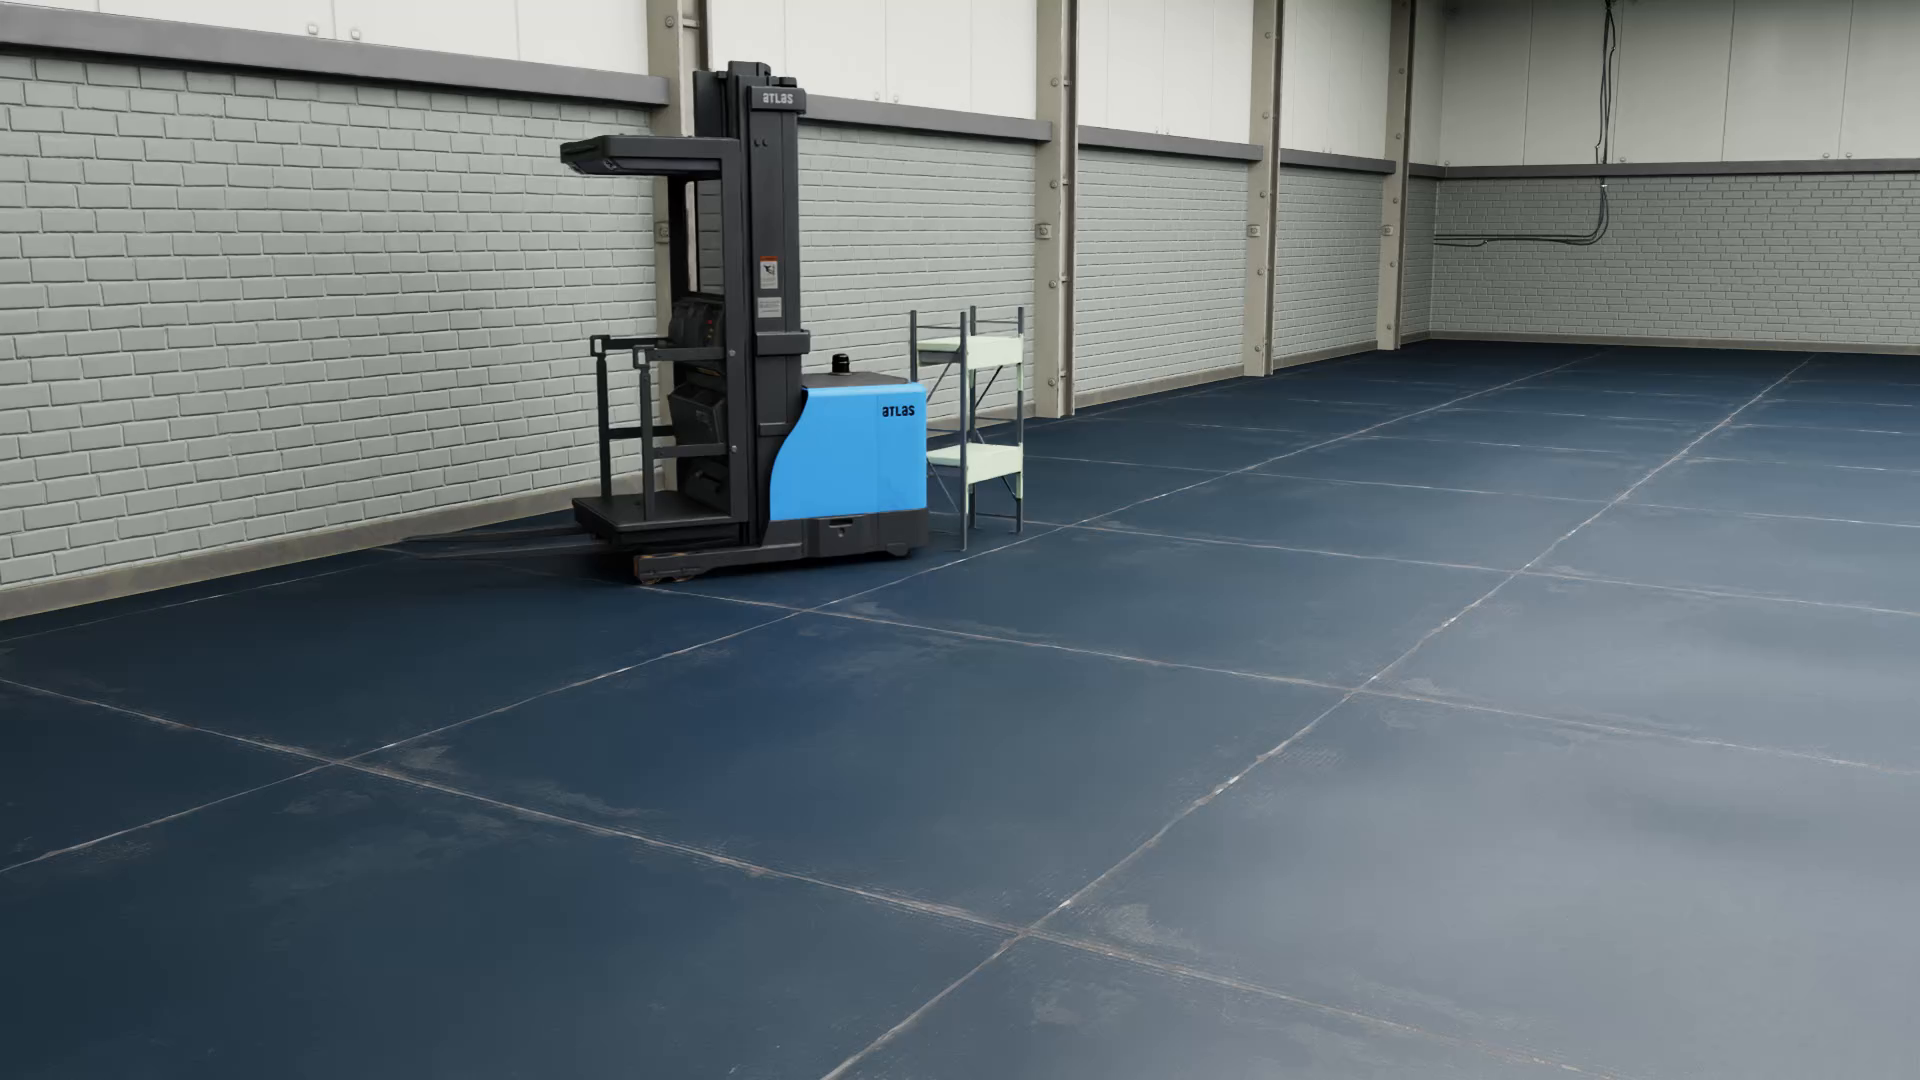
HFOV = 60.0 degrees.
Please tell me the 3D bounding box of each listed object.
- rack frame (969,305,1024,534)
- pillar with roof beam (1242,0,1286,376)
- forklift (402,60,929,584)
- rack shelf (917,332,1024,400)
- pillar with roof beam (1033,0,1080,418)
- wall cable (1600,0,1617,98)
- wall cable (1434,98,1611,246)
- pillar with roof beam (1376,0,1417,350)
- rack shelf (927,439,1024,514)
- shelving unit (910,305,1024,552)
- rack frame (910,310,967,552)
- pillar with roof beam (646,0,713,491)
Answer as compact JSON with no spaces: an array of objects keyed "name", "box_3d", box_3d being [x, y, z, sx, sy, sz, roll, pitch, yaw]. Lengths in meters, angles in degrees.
[{"name":"rack frame","box_3d":[0.242,-0.801,11.070,0.400,1.500,0.023,6,12,30]},{"name":"pillar with roof beam","box_3d":[7.815,-6.310,20.122,9.100,9.000,0.400,6,12,31]},{"name":"forklift","box_3d":[-1.747,-1.297,9.830,3.031,2.935,1.130,-5,12,-26]},{"name":"rack shelf","box_3d":[0.053,-1.127,10.690,0.431,0.370,0.720,6,12,30]},{"name":"pillar with roof beam","box_3d":[4.700,-5.367,15.081,9.100,9.000,0.400,6,12,31]},{"name":"wall cable","box_3d":[12.223,-8.700,27.600,3.097,2.526,0.112,6,12,31]},{"name":"wall cable","box_3d":[9.911,-6.476,29.445,3.097,2.526,0.112,6,12,31]},{"name":"pillar with roof beam","box_3d":[10.930,-7.254,25.162,9.100,9.000,0.400,6,12,31]},{"name":"rack shelf","box_3d":[0.053,-0.423,10.821,0.431,0.370,0.720,6,12,30]},{"name":"shelving unit","box_3d":[0.053,-0.743,10.761,0.431,1.500,0.755,6,12,30]},{"name":"rack frame","box_3d":[-0.136,-0.685,10.453,0.400,1.500,0.023,6,12,30]},{"name":"pillar with roof beam","box_3d":[1.585,-4.423,10.041,9.100,9.000,0.400,6,12,31]}]
